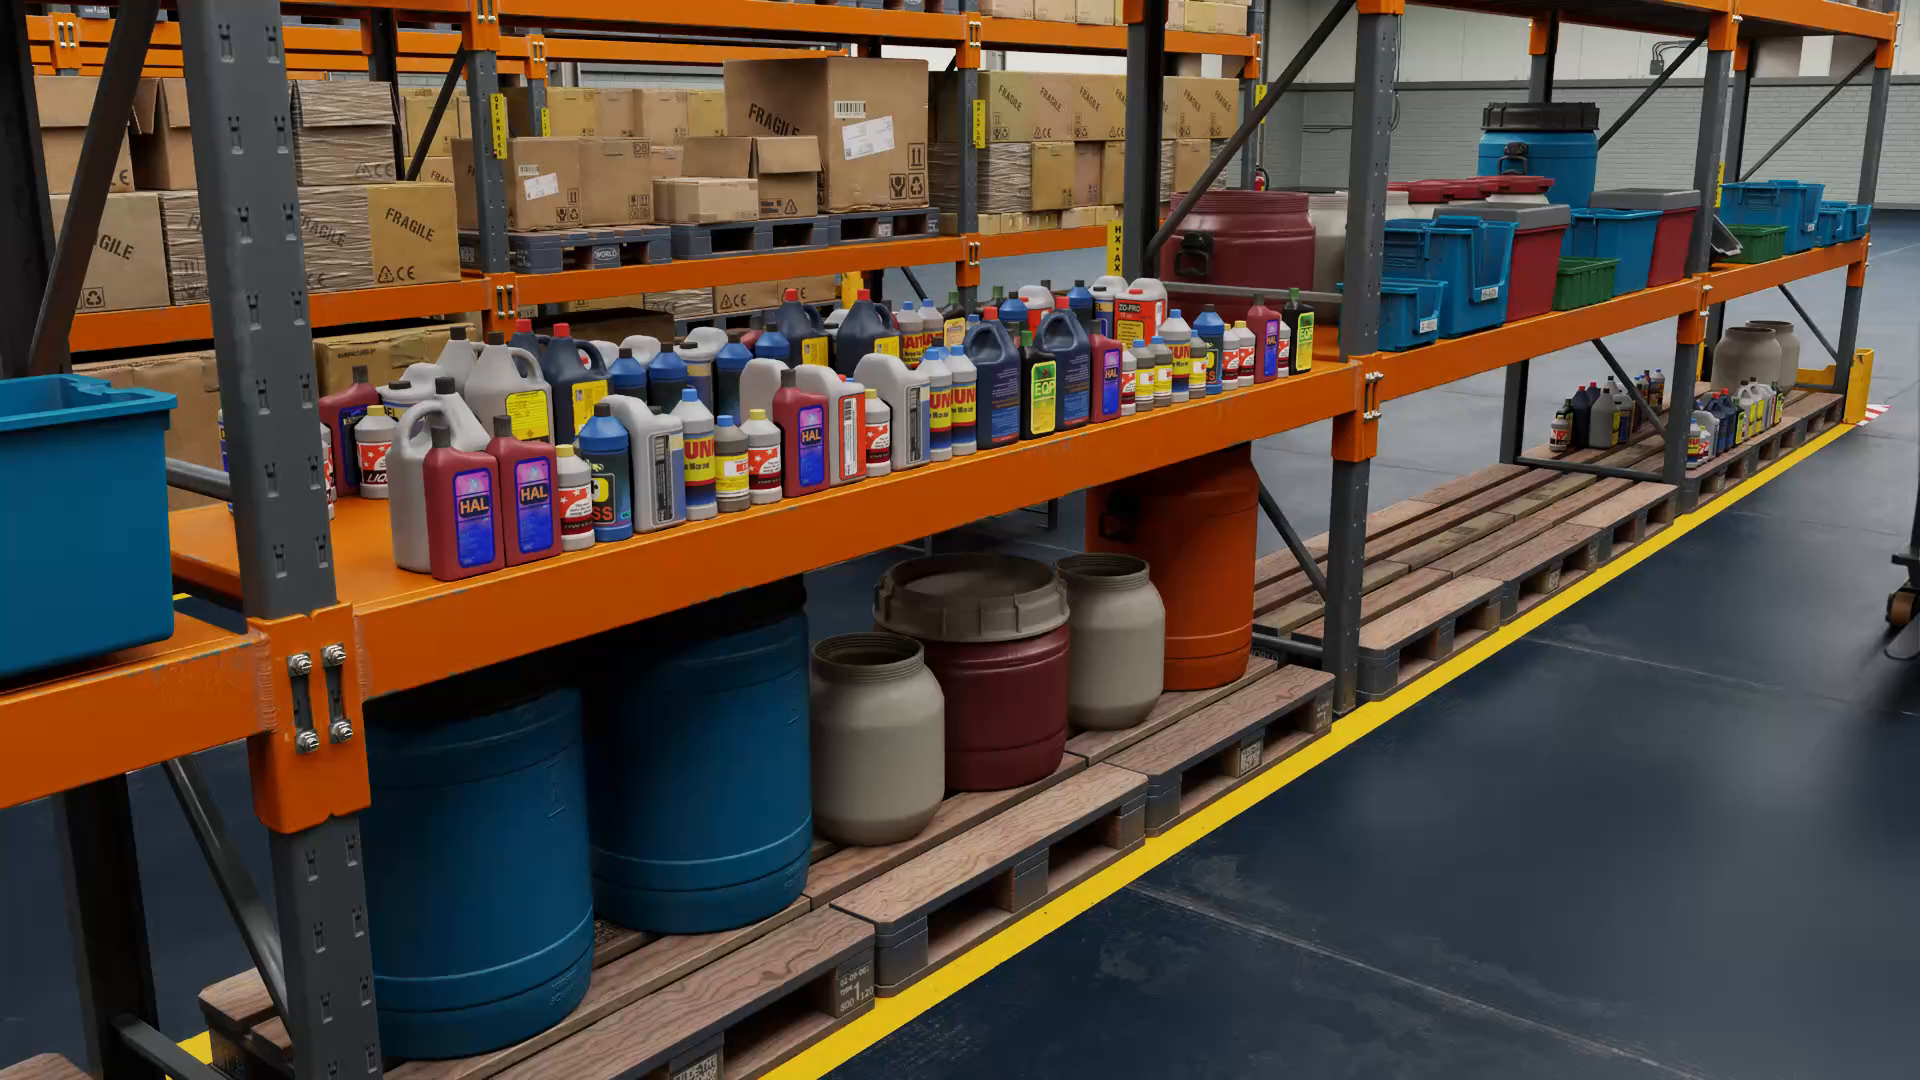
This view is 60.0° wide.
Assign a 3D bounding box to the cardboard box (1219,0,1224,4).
[{"bbox_3d":[2.026,-4.633,14.170,0.380,0.149,0.250,11,18,36],"label":"cardboard box"}]

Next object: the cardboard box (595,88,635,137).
[{"bbox_3d":[-3.582,-3.997,15.768,0.875,0.550,0.550,11,18,38],"label":"cardboard box"}]

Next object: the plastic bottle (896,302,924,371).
[{"bbox_3d":[-0.162,-0.603,5.165,0.097,0.271,0.097,0,14,0],"label":"plastic bottle"}]

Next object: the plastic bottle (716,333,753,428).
[{"bbox_3d":[-0.595,-0.411,4.411,0.097,0.271,0.097,0,14,0],"label":"plastic bottle"}]

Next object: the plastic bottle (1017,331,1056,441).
[{"bbox_3d":[0.196,-0.413,4.394,0.061,0.283,0.133,11,18,38],"label":"plastic bottle"}]

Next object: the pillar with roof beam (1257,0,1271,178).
[{"bbox_3d":[11.706,-13.485,43.431,9.100,9.000,0.400,11,18,38],"label":"pillar with roof beam"}]

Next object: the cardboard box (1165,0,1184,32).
[{"bbox_3d":[1.467,-4.248,13.466,0.500,0.250,0.500,12,18,39],"label":"cardboard box"}]

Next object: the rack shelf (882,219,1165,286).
[{"bbox_3d":[0.956,-2.460,13.675,1.077,0.370,4.000,11,18,38],"label":"rack shelf"}]

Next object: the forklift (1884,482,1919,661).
[{"bbox_3d":[4.602,-1.016,6.671,1.130,2.935,3.031,12,18,38],"label":"forklift"}]

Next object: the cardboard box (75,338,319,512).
[{"bbox_3d":[-3.832,-0.535,8.099,1.225,0.875,0.875,11,18,38],"label":"cardboard box"}]

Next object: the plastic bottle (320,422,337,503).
[{"bbox_3d":[-1.429,-0.183,3.653,0.097,0.201,0.097,0,14,0],"label":"plastic bottle"}]

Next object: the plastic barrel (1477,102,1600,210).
[{"bbox_3d":[3.072,-1.875,8.893,0.600,0.901,0.708,11,18,38],"label":"plastic barrel"}]

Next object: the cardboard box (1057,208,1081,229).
[{"bbox_3d":[0.709,-2.487,12.832,0.380,0.149,0.250,11,18,38],"label":"cardboard box"}]

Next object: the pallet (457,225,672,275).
[{"bbox_3d":[-2.451,-1.720,9.689,1.213,0.211,1.003,11,18,38],"label":"pallet"}]

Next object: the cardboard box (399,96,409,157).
[{"bbox_3d":[-5.043,-3.454,13.893,0.700,0.500,0.500,11,18,38],"label":"cardboard box"}]

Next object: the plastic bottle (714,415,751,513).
[{"bbox_3d":[-0.505,-0.167,3.592,0.097,0.201,0.097,0,14,0],"label":"plastic bottle"}]

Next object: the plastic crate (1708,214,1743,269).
[{"bbox_3d":[3.979,-1.710,9.387,0.767,0.338,0.504,11,18,38],"label":"plastic crate"}]

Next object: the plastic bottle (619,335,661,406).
[{"bbox_3d":[-0.850,-0.385,4.297,0.152,0.276,0.135,11,18,38],"label":"plastic bottle"}]

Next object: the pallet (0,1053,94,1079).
[{"bbox_3d":[-1.909,1.371,2.796,1.003,0.211,1.213,11,18,38],"label":"pallet"}]

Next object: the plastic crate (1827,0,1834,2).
[{"bbox_3d":[5.101,-3.459,10.089,0.392,0.384,0.575,11,18,38],"label":"plastic crate"}]

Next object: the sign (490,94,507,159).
[{"bbox_3d":[-2.382,-2.135,8.585,0.100,0.325,0.005,11,18,38],"label":"sign"}]

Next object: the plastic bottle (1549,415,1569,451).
[{"bbox_3d":[3.537,-0.634,9.815,0.097,0.201,0.097,0,14,0],"label":"plastic bottle"}]

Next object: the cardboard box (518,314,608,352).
[{"bbox_3d":[-2.418,-1.158,9.748,0.500,0.250,0.500,12,19,40],"label":"cardboard box"}]

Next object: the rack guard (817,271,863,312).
[{"bbox_3d":[-1.567,-2.772,18.518,1.175,0.500,0.348,11,18,38],"label":"rack guard"}]

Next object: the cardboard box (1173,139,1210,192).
[{"bbox_3d":[1.625,-3.169,14.197,0.875,0.500,0.500,11,18,38],"label":"cardboard box"}]

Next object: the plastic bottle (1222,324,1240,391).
[{"bbox_3d":[0.822,-0.571,5.183,0.097,0.201,0.097,0,14,0],"label":"plastic bottle"}]

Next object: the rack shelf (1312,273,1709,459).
[{"bbox_3d":[2.294,-0.927,7.643,1.077,0.370,4.000,11,18,38],"label":"rack shelf"}]

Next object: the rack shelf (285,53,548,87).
[{"bbox_3d":[-6.753,-5.447,19.343,1.077,0.370,4.000,11,18,38],"label":"rack shelf"}]

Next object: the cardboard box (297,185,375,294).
[{"bbox_3d":[-3.251,-1.481,8.156,0.500,0.500,0.500,11,18,37],"label":"cardboard box"}]

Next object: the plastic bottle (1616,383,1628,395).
[{"bbox_3d":[4.160,-0.849,10.512,0.152,0.276,0.135,12,18,39],"label":"plastic bottle"}]

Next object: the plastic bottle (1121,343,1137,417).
[{"bbox_3d":[0.454,-0.459,4.742,0.097,0.201,0.097,0,14,0],"label":"plastic bottle"}]

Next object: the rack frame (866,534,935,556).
[{"bbox_3d":[-0.324,-0.447,8.096,0.500,1.125,0.032,11,18,38],"label":"rack frame"}]

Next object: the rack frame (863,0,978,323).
[{"bbox_3d":[-0.302,-2.426,12.079,1.000,3.000,0.127,11,18,38],"label":"rack frame"}]

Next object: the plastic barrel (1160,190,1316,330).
[{"bbox_3d":[1.093,-1.095,6.564,0.600,0.536,0.708,11,18,38],"label":"plastic barrel"}]

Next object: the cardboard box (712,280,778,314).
[{"bbox_3d":[-2.508,-2.843,17.186,0.875,0.875,0.875,11,18,37],"label":"cardboard box"}]

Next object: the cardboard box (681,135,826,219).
[{"bbox_3d":[-1.319,-2.333,10.651,0.797,0.503,0.637,14,20,43],"label":"cardboard box"}]

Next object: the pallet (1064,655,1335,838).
[{"bbox_3d":[0.574,0.616,5.770,1.003,0.211,1.213,11,18,38],"label":"pallet"}]

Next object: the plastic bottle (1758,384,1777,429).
[{"bbox_3d":[5.072,-0.855,10.534,0.152,0.276,0.135,11,18,38],"label":"plastic bottle"}]

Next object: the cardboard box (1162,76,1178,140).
[{"bbox_3d":[1.433,-3.533,13.601,0.500,0.500,0.500,11,18,38],"label":"cardboard box"}]

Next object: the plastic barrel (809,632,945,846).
[{"bbox_3d":[-0.253,0.544,4.590,0.421,0.512,0.421,0,14,0],"label":"plastic barrel"}]

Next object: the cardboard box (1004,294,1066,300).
[{"bbox_3d":[0.664,-1.730,13.564,0.500,0.500,0.500,9,17,33],"label":"cardboard box"}]

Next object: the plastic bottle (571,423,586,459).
[{"bbox_3d":[-0.769,-0.146,3.510,0.097,0.201,0.097,0,14,0],"label":"plastic bottle"}]

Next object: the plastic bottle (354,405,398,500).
[{"bbox_3d":[-1.298,-0.199,3.717,0.097,0.201,0.097,0,14,0],"label":"plastic bottle"}]

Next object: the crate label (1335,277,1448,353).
[{"bbox_3d":[1.593,-0.835,6.156,0.303,0.233,0.416,11,18,38],"label":"crate label"}]

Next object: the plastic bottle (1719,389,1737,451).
[{"bbox_3d":[4.500,-0.715,9.832,0.144,0.351,0.185,10,18,35],"label":"plastic bottle"}]

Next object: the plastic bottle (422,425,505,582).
[{"bbox_3d":[-0.915,-0.075,3.062,0.061,0.283,0.133,11,18,38],"label":"plastic bottle"}]

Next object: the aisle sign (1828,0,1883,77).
[{"bbox_3d":[6.341,-3.653,11.630,0.394,0.787,0.004,11,18,38],"label":"aisle sign"}]

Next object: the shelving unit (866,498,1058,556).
[{"bbox_3d":[-0.004,-0.544,8.479,0.538,1.125,1.048,11,18,38],"label":"shelving unit"}]

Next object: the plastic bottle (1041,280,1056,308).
[{"bbox_3d":[0.271,-0.748,5.711,0.061,0.283,0.133,11,18,38],"label":"plastic bottle"}]

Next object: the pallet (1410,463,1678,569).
[{"bbox_3d":[3.088,-0.151,8.789,1.003,0.211,1.213,11,18,38],"label":"pallet"}]

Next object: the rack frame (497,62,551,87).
[{"bbox_3d":[-5.496,-4.725,21.131,1.000,3.000,0.127,11,18,38],"label":"rack frame"}]
